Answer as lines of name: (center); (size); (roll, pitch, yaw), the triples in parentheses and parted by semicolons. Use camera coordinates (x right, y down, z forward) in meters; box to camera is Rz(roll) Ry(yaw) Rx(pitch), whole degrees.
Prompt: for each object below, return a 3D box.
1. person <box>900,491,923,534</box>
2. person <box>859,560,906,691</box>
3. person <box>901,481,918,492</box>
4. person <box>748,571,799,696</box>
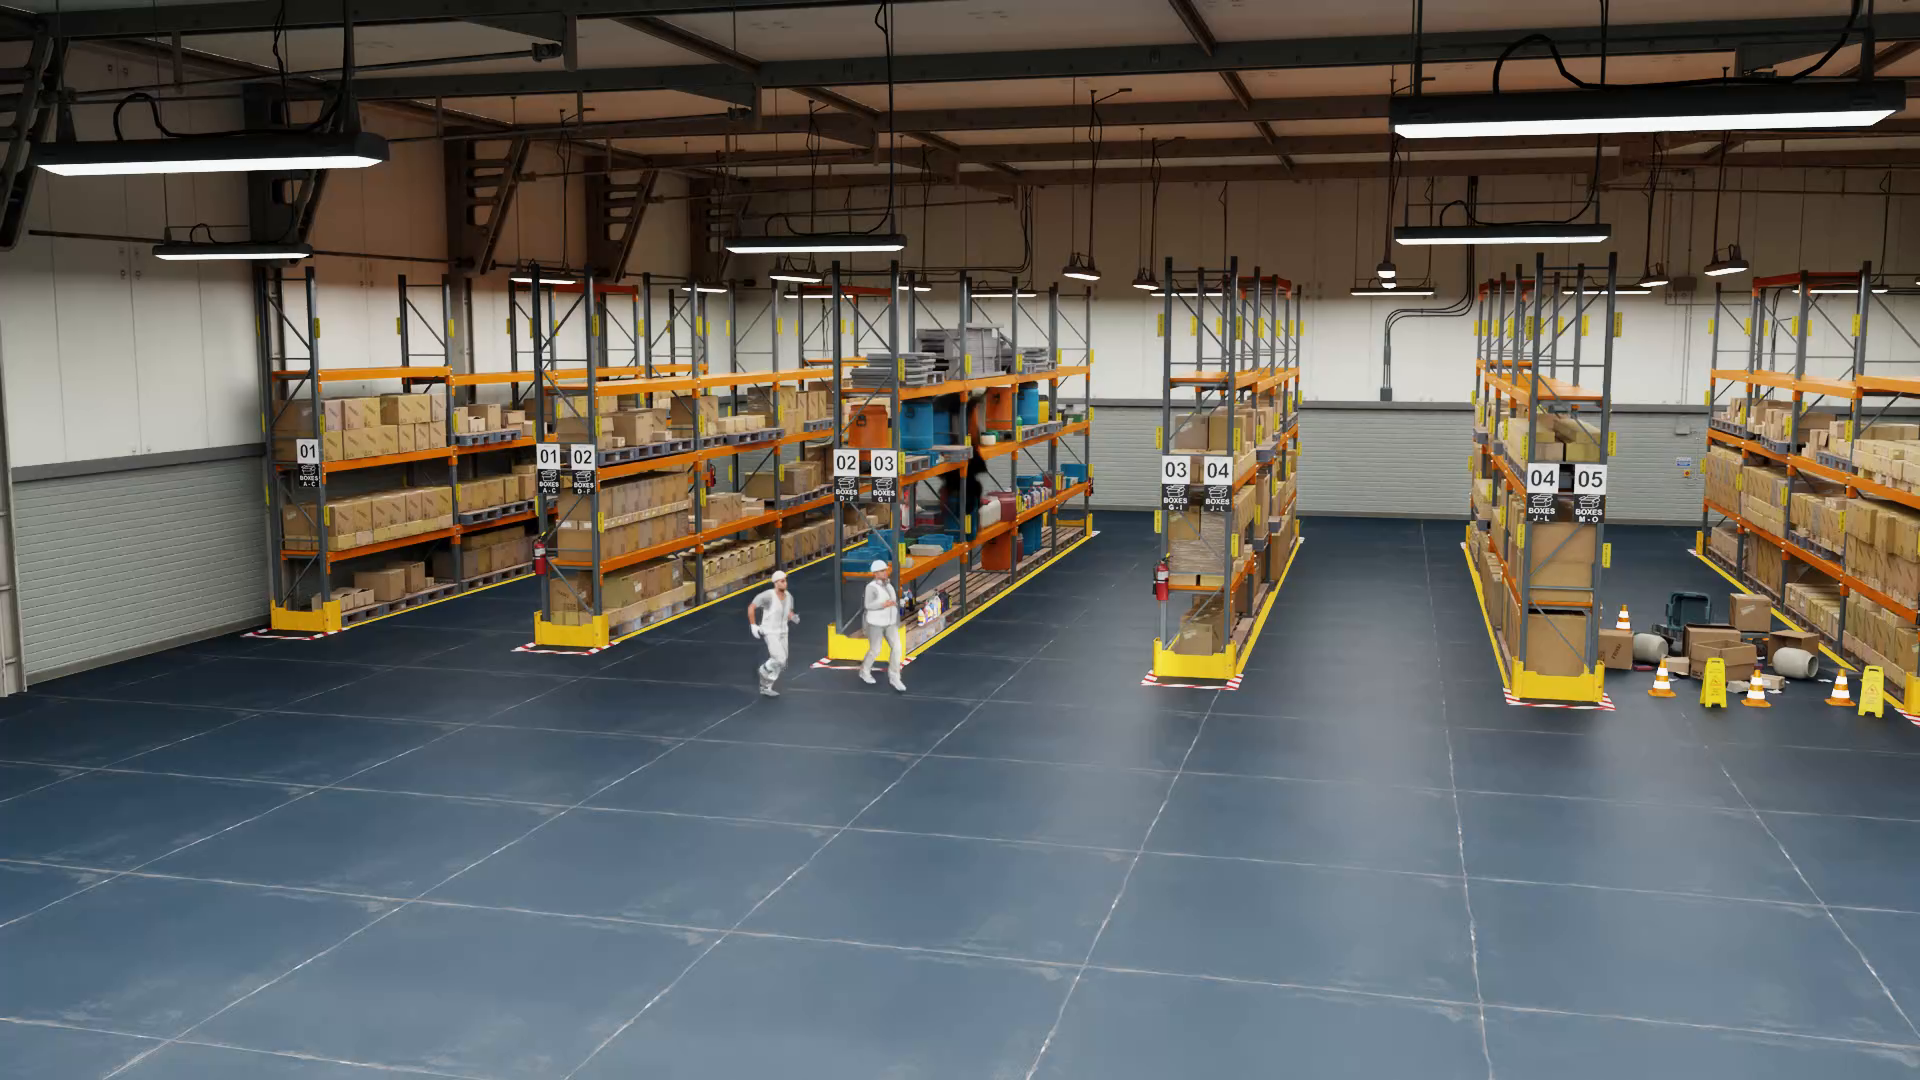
person: (-1.031, -0.156, 33.423); (0.658, 1.664, 0.881); (2, 7, 13)
person: (-1.110, 1.185, 23.180); (0.774, 1.824, 0.647); (7, 10, 44)
person: (-1.321, -1.365, 43.639); (0.653, 1.749, 0.739); (-6, 10, -41)
person: (-2.469, 1.282, 22.578); (0.613, 1.733, 0.662); (6, 10, 40)
